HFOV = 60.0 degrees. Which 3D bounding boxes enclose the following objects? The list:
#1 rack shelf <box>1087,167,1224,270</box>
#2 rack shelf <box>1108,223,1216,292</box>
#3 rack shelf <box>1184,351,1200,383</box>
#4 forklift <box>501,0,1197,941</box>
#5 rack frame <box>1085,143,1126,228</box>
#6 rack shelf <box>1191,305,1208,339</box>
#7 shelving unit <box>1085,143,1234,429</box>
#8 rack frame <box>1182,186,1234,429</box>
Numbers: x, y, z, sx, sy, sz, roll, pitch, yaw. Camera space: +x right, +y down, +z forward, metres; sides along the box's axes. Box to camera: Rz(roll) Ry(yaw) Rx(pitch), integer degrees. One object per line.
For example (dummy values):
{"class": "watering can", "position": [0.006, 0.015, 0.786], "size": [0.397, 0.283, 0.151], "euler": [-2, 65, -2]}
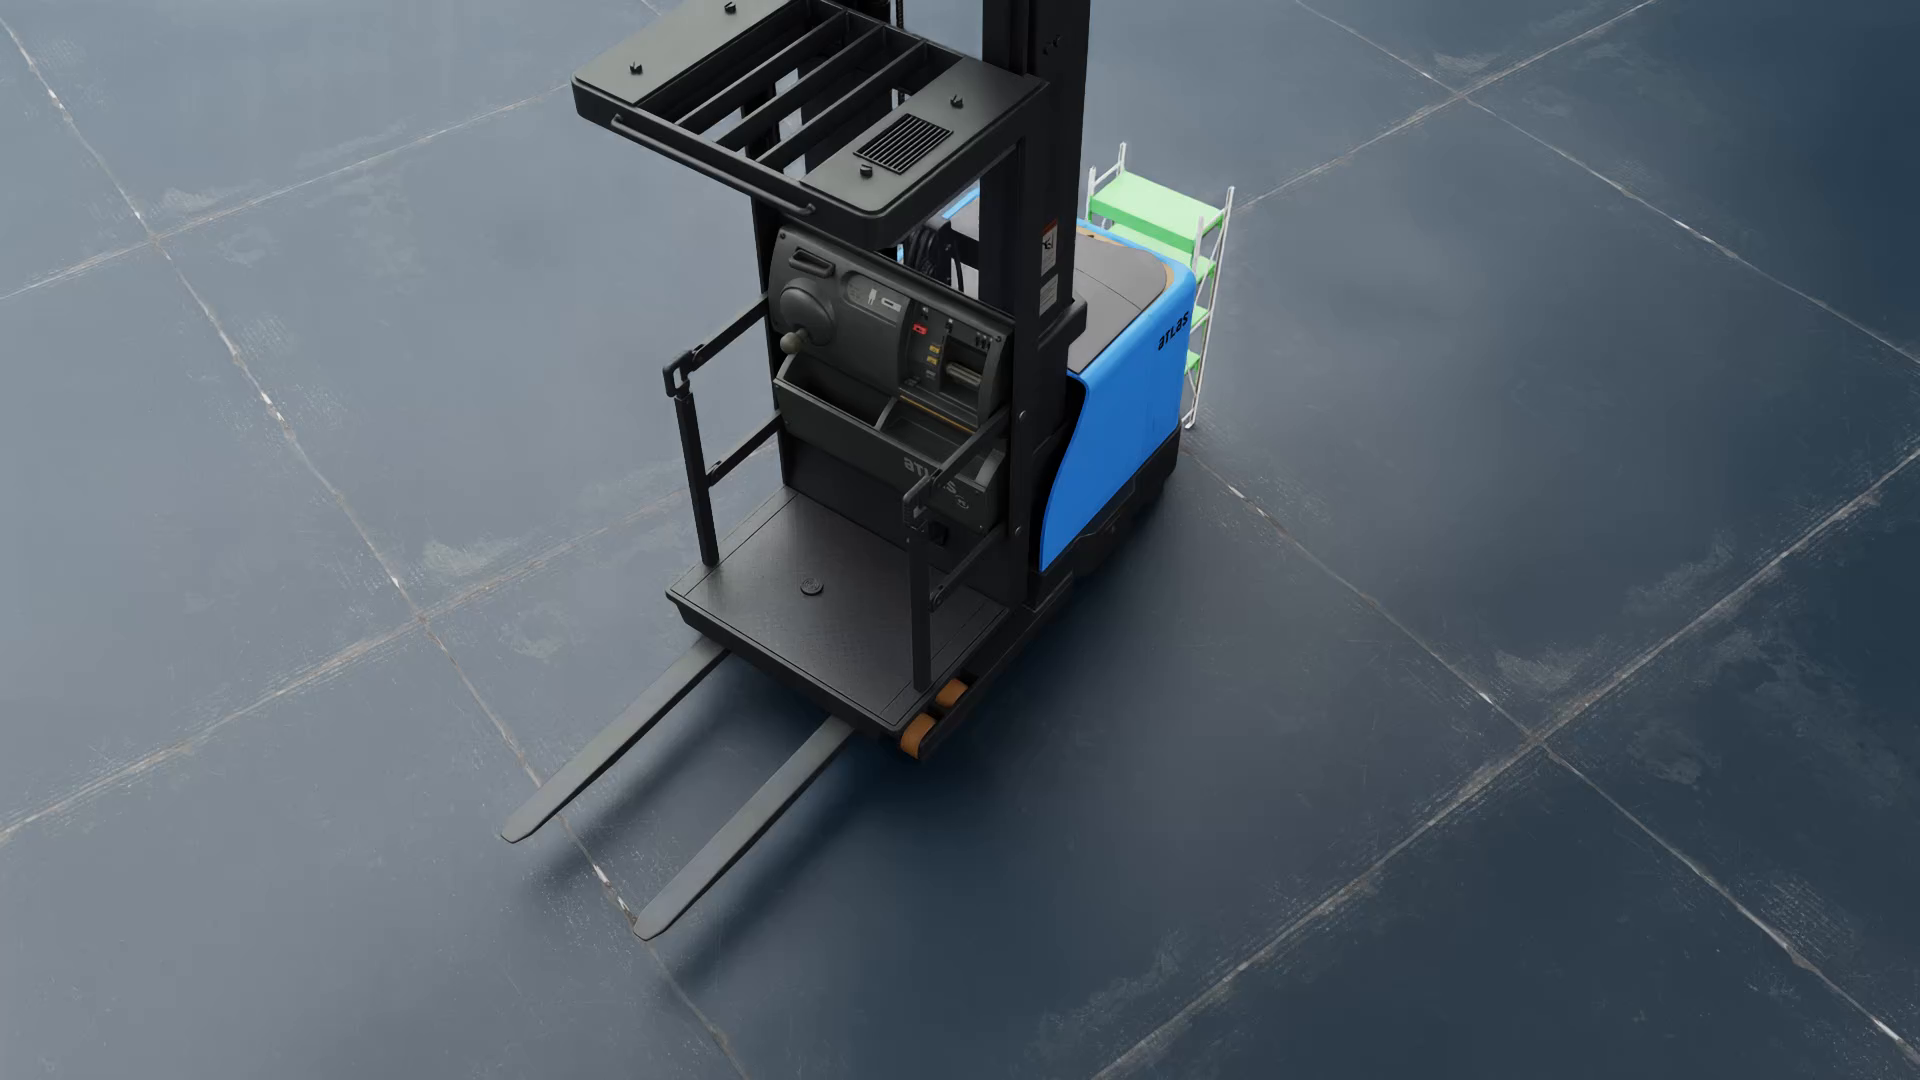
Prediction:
{"class": "rack shelf", "position": [0.769, -1.259, 6.512], "size": [0.480, 0.148, 0.258], "euler": [29, 51, 23]}
{"class": "rack shelf", "position": [0.763, -1.092, 6.684], "size": [0.480, 0.148, 0.258], "euler": [29, 51, 23]}
{"class": "rack shelf", "position": [0.750, -0.757, 7.027], "size": [0.480, 0.148, 0.258], "euler": [29, 51, 23]}
{"class": "forklift", "position": [-0.373, -0.608, 5.322], "size": [1.130, 2.935, 3.031], "euler": [29, 54, 23]}
{"class": "rack frame", "position": [0.561, -1.076, 6.906], "size": [0.015, 1.200, 0.240], "euler": [29, 51, 23]}
{"class": "rack shelf", "position": [0.756, -0.925, 6.855], "size": [0.480, 0.148, 0.258], "euler": [29, 51, 23]}
{"class": "shelving unit", "position": [0.758, -0.969, 6.810], "size": [0.503, 1.200, 0.258], "euler": [29, 51, 23]}
{"class": "rack frame", "position": [0.955, -0.862, 6.713], "size": [0.015, 1.200, 0.240], "euler": [29, 51, 23]}
